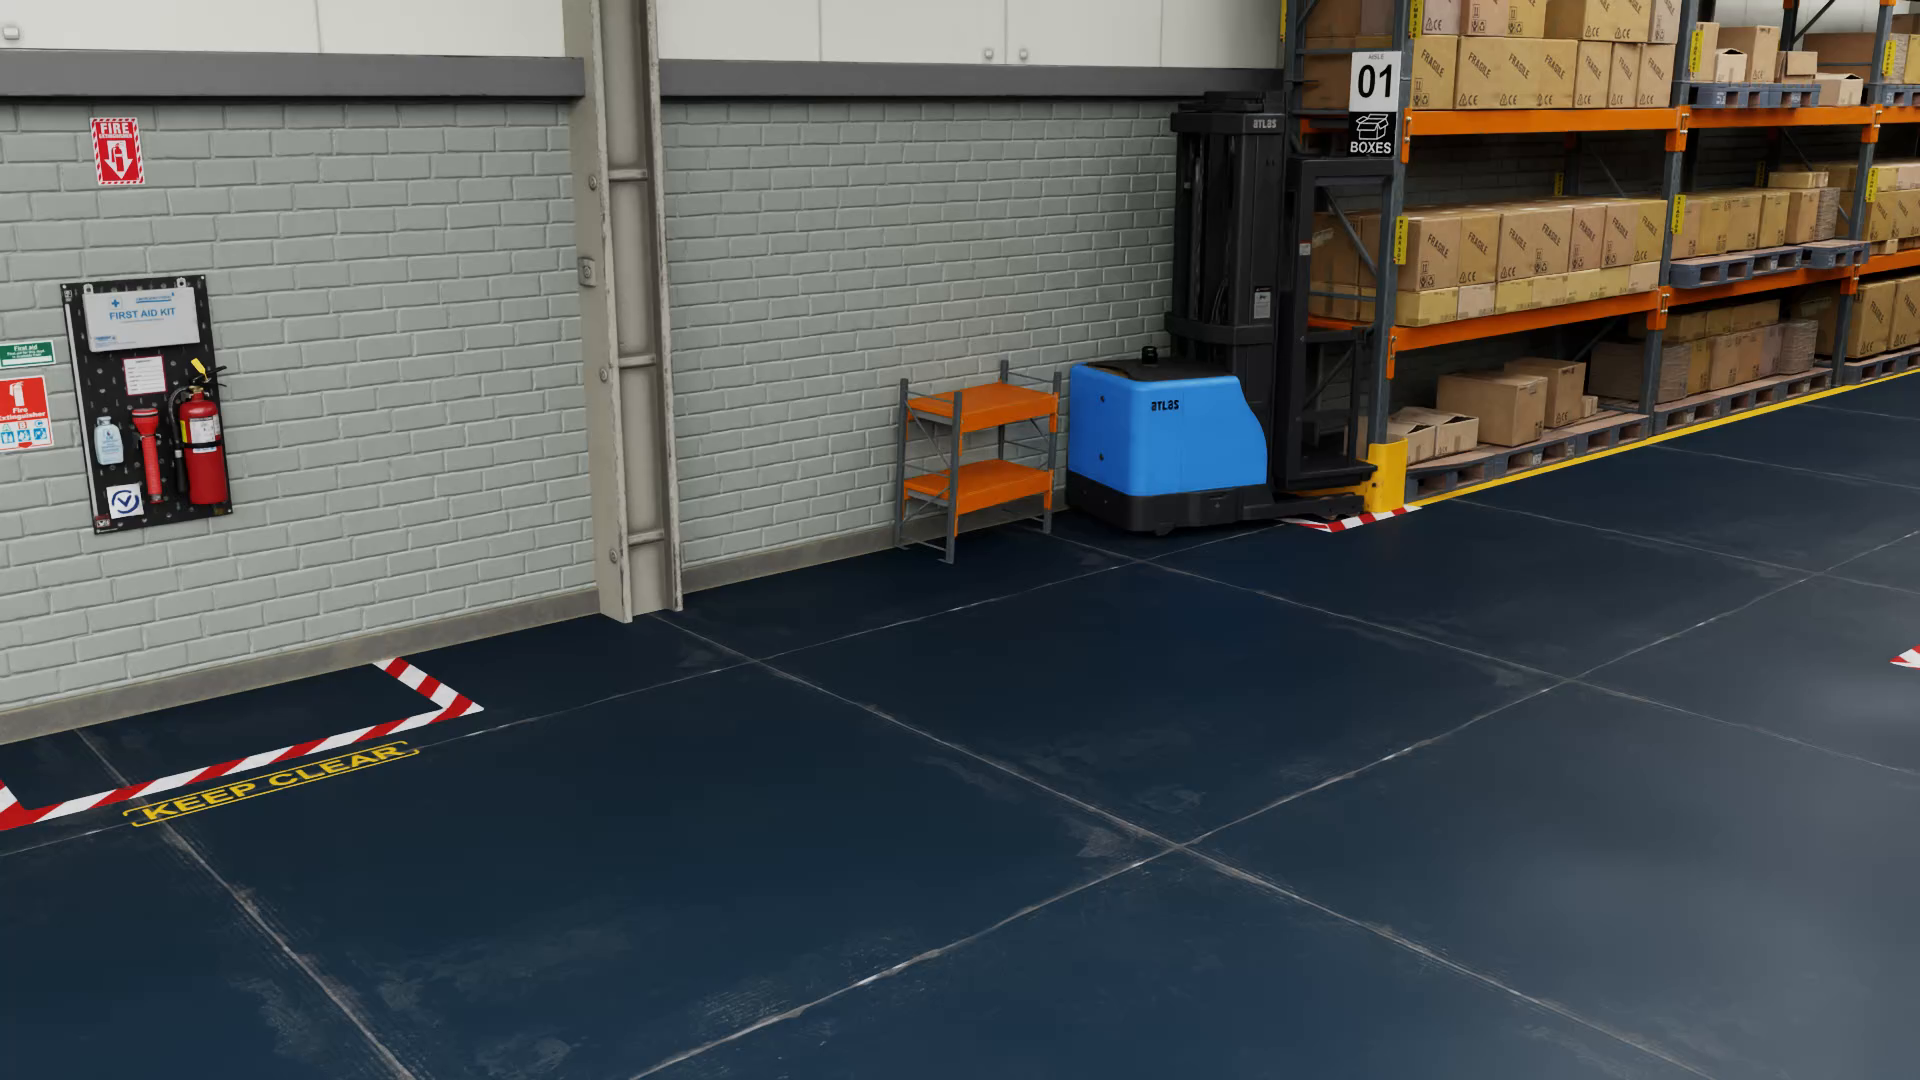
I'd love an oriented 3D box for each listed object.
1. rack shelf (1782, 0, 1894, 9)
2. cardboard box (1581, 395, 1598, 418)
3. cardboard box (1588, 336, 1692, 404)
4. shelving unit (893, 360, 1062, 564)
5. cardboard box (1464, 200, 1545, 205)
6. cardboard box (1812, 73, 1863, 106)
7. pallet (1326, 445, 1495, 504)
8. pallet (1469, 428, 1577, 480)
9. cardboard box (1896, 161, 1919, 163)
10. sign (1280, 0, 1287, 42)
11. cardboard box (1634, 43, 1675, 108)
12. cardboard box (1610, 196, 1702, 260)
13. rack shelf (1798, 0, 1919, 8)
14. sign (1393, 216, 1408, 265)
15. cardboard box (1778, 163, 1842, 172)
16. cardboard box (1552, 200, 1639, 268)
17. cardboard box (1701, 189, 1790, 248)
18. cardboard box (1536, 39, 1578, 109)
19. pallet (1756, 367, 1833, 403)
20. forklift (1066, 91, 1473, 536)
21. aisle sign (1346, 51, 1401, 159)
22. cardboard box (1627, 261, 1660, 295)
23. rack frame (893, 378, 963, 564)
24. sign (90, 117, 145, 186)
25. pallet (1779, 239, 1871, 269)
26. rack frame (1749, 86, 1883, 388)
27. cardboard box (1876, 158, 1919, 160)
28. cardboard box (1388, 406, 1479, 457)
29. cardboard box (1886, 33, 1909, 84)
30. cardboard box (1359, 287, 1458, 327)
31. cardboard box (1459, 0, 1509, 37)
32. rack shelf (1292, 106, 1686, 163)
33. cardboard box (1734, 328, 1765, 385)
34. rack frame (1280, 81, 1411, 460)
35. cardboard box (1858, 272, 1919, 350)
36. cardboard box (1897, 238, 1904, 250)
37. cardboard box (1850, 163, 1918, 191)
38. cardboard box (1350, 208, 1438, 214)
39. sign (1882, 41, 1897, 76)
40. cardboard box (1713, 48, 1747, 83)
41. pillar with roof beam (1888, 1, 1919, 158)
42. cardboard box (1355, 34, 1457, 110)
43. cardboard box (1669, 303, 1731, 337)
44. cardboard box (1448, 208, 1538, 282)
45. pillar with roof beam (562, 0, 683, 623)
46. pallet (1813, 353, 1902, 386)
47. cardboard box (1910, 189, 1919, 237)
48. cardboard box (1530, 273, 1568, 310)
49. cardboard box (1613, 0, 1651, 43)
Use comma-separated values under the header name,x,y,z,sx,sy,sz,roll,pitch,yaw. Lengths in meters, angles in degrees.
name,x,y,z,sx,sy,sz,roll,pitch,yaw
rack shelf,7.228,-5.141,15.229,4.000,0.370,1.077,-13,19,-39
cardboard box,5.335,-1.192,14.538,0.380,0.166,0.250,13,20,40
cardboard box,6.264,-1.578,15.335,0.500,0.500,0.700,-12,19,-38
shelving unit,0.120,-0.540,11.030,0.538,1.125,1.048,17,22,38
cardboard box,4.455,-2.535,13.727,0.500,0.500,0.500,-12,19,-38
cardboard box,8.371,-4.364,16.095,0.500,0.311,0.500,-13,19,-39
pallet,3.395,-0.564,12.951,1.213,0.211,1.003,-13,19,-39
pallet,4.315,-0.769,13.721,1.213,0.211,1.003,-13,19,-39
cardboard box,10.409,-3.977,18.066,0.500,0.250,0.500,-13,20,-40
sign,2.353,-3.756,11.969,0.005,0.325,0.100,-13,19,-39
cardboard box,5.499,-3.818,13.686,0.500,0.500,0.500,-12,19,-38
cardboard box,6.126,-2.785,14.818,0.500,0.500,0.700,-13,19,-39
rack shelf,10.246,-5.819,17.766,4.000,0.370,1.077,-13,19,-39
sign,3.058,-2.080,11.546,0.005,0.325,0.100,-13,19,-39
cardboard box,8.909,-3.814,17.453,0.500,0.250,0.500,-12,19,-38
cardboard box,5.193,-2.518,13.664,0.500,0.500,0.500,-13,20,-40
cardboard box,7.463,-3.086,15.946,0.500,0.500,0.700,-13,19,-39
cardboard box,4.326,-3.550,12.683,0.500,0.500,0.500,-11,19,-36
pallet,8.146,-1.643,16.992,1.213,0.211,1.003,-13,19,-39
forklift,2.328,-1.675,11.840,3.031,2.935,1.130,-7,16,-23
aisle sign,2.844,-2.953,11.454,0.004,0.787,0.394,-13,19,-39
cardboard box,5.561,-2.243,14.086,0.500,0.250,0.500,-13,19,-39
rack frame,-0.211,-0.441,10.658,0.500,1.125,0.032,17,22,38
sign,-3.825,-1.765,7.551,0.199,0.298,0.001,-13,19,-39
pallet,8.269,-2.888,16.622,1.003,0.211,1.213,-13,19,-39
rack frame,8.737,-3.122,17.127,0.127,3.000,1.000,-13,19,-39
cardboard box,10.846,-4.247,19.075,0.500,0.250,0.500,-12,19,-39
cardboard box,3.713,-0.877,13.078,0.500,0.311,0.500,-11,18,-35
cardboard box,9.430,-5.026,17.394,0.500,0.500,0.700,-14,20,-42
cardboard box,3.278,-1.725,12.148,0.500,0.250,0.500,-13,20,-41
cardboard box,3.563,-3.851,11.870,0.500,0.500,0.500,-13,20,-40
rack shelf,4.210,-3.208,13.027,4.000,0.370,1.077,-13,19,-39
cardboard box,7.407,-1.841,16.320,0.500,0.500,0.700,-13,20,-40
rack frame,2.702,-1.767,12.053,0.127,3.000,1.000,-13,19,-39
cardboard box,10.043,-2.533,18.272,0.750,0.750,0.750,-13,20,-40
cardboard box,9.888,-3.203,17.877,0.250,0.149,0.380,-12,19,-38
cardboard box,9.653,-3.804,17.418,0.500,0.250,0.500,-13,20,-40
cardboard box,3.304,-2.271,12.739,0.500,0.500,0.500,-12,19,-39
sign,9.091,-4.715,16.276,0.005,0.325,0.100,-13,19,-39
cardboard box,6.649,-4.235,14.839,0.500,0.311,0.500,-12,19,-38
pillar with roof beam,14.541,-6.147,16.826,0.400,9.000,9.100,-13,19,-39
cardboard box,3.118,-3.282,11.681,0.500,0.500,0.500,-12,19,-38
cardboard box,6.984,-2.104,15.853,0.500,0.250,0.500,-13,20,-41
cardboard box,4.032,-2.257,12.686,0.500,0.500,0.500,-13,20,-41
pillar with roof beam,0.962,-3.098,5.411,0.400,9.000,9.100,-13,19,-39
pallet,9.381,-1.894,17.932,1.213,0.211,1.003,-13,19,-39
cardboard box,10.047,-3.527,17.834,0.500,0.500,0.500,-13,20,-40
cardboard box,4.432,-1.986,13.126,0.500,0.250,0.500,-12,19,-39
cardboard box,5.111,-4.202,13.186,0.500,0.500,0.500,-11,19,-36
